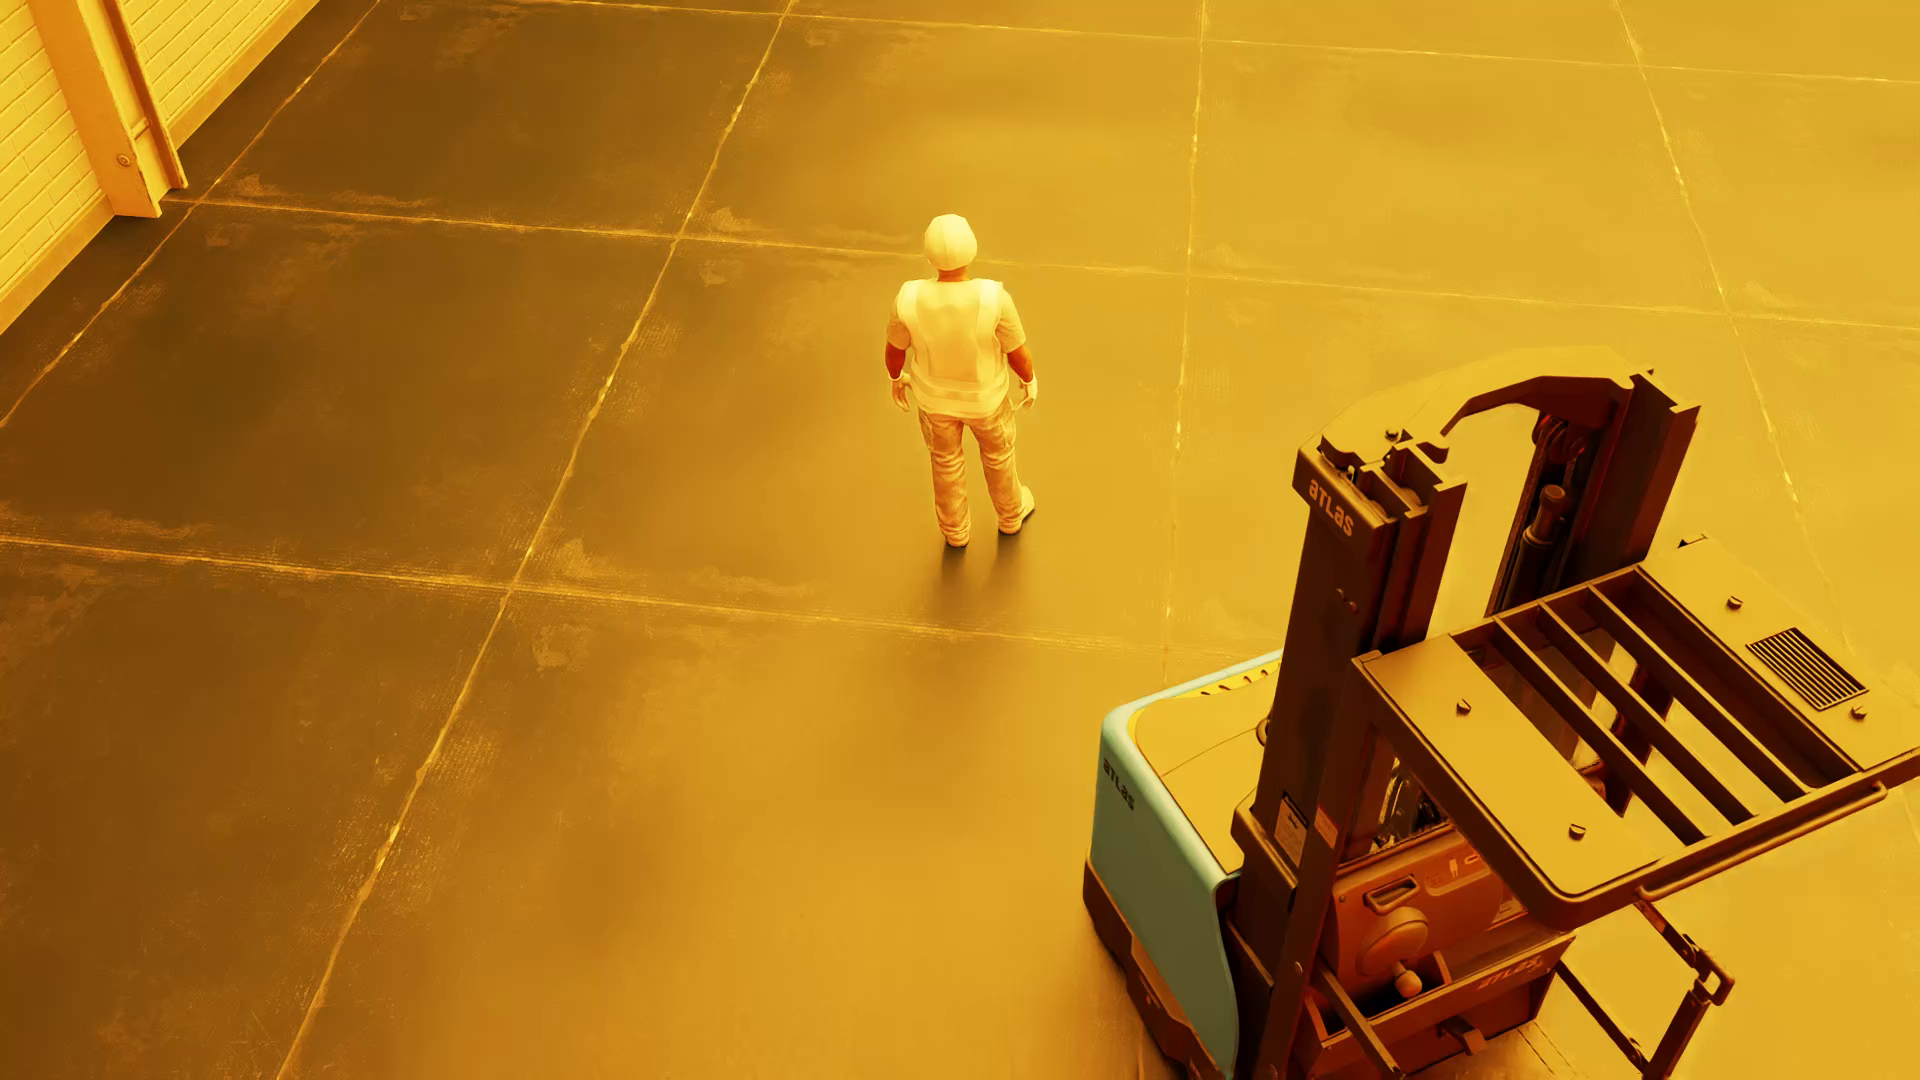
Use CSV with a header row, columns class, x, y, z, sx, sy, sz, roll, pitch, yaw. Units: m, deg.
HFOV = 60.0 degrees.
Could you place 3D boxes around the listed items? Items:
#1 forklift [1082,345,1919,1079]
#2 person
class,x,y,z,sx,sy,sz,roll,pitch,yaw
forklift,1.537,1.071,4.558,1.130,2.935,3.031,-17,45,-18
person,0.017,-0.710,7.335,0.656,1.784,0.575,5,43,6
